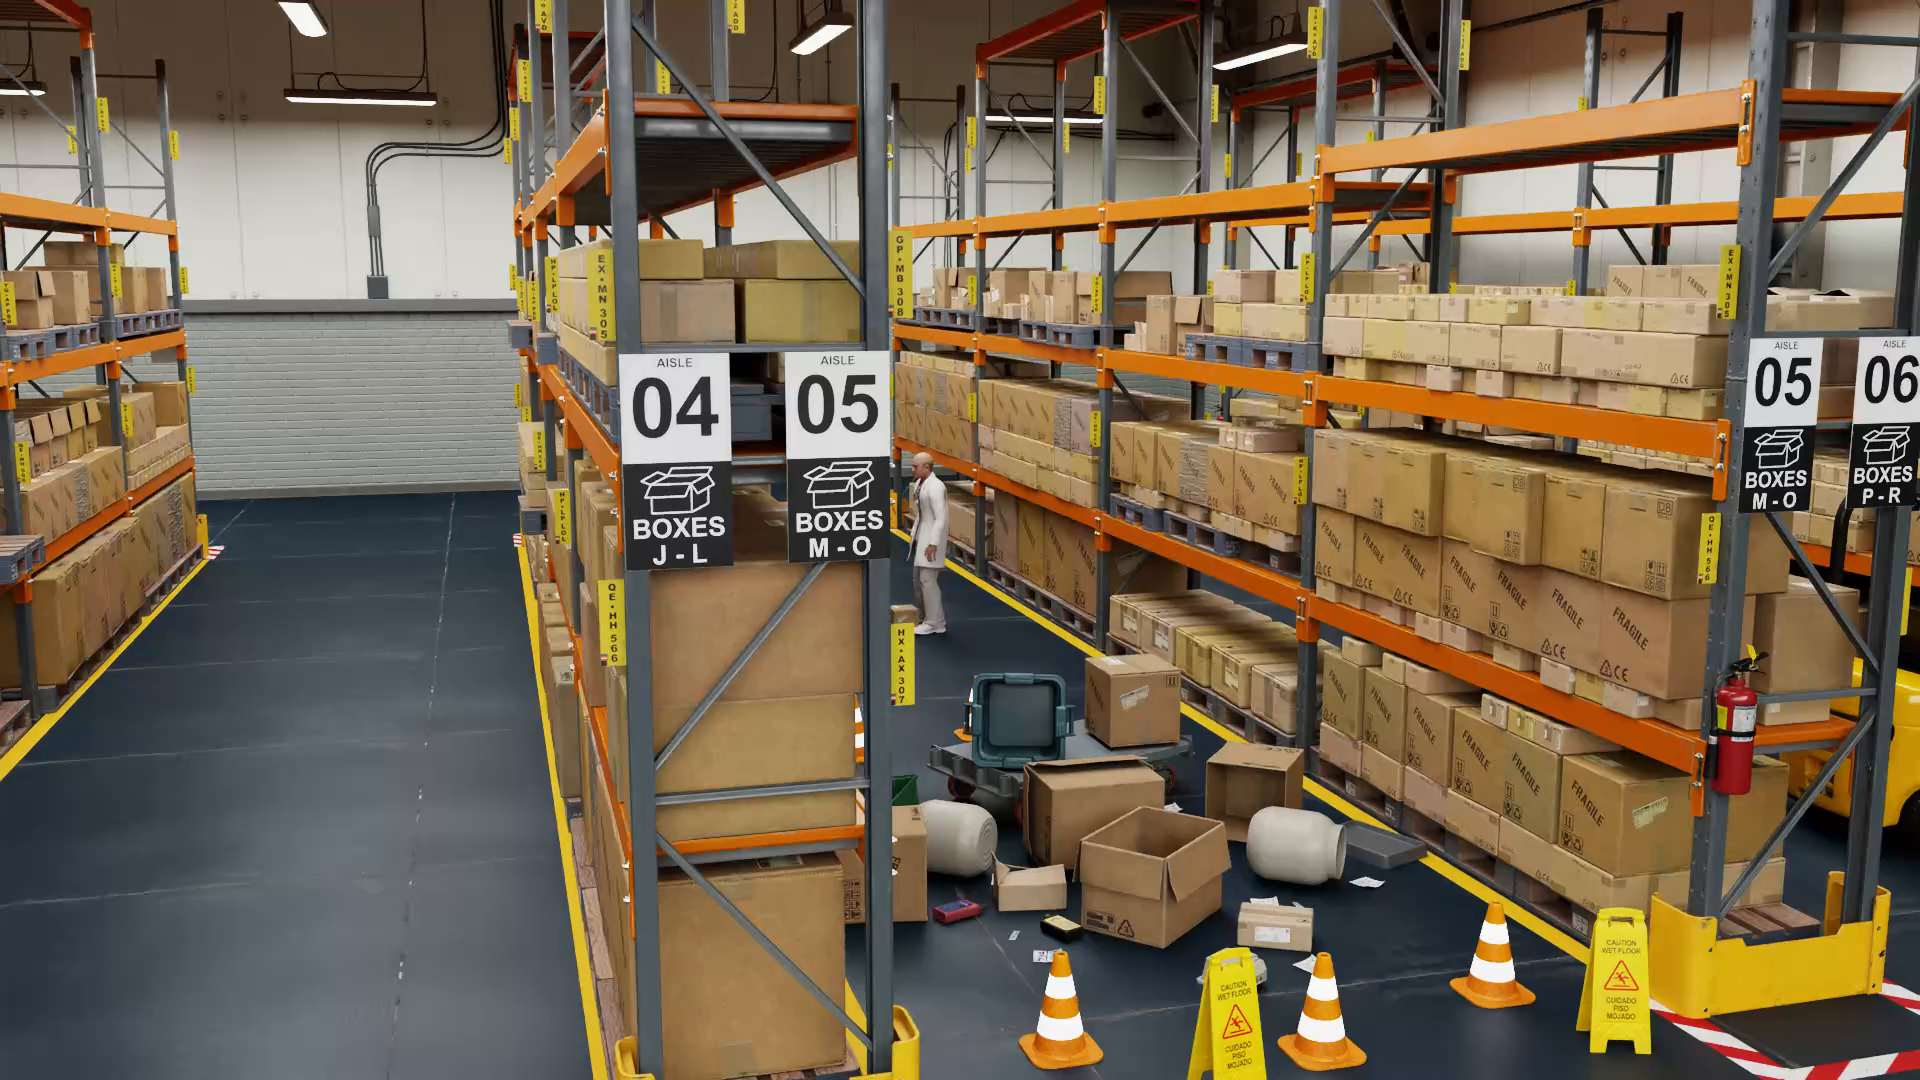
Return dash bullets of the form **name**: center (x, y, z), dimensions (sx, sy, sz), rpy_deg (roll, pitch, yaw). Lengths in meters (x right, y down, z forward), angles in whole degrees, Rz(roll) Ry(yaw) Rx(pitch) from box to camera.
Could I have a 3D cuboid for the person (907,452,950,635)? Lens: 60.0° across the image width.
- **person**: center (-0.321, 0.038, 16.275), dimensions (0.419, 1.744, 0.655), rpy_deg (-3, 10, -19)
